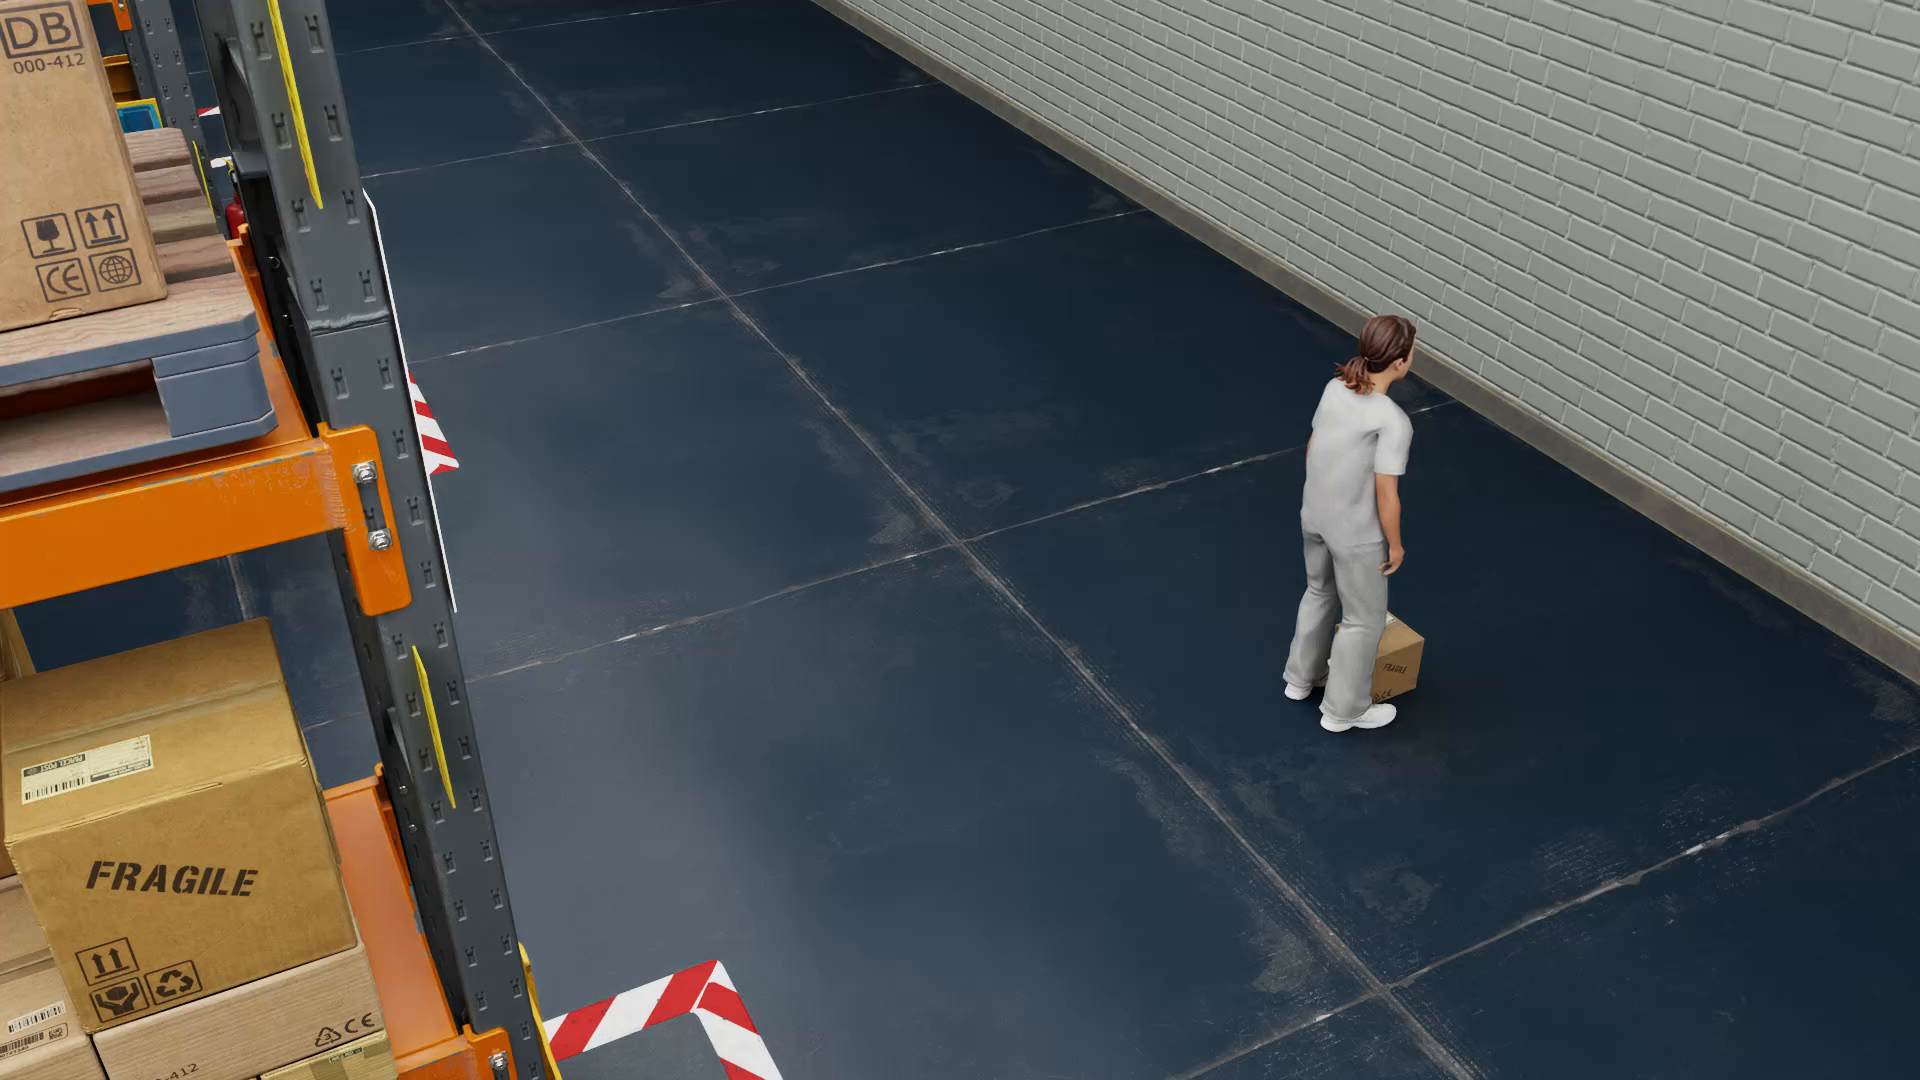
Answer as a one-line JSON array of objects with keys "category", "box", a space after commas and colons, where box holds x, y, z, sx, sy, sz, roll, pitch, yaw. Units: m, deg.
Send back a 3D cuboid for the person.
[{"category": "person", "box": [1.467, -0.057, 6.227, 0.354, 1.673, 0.490, -16, 36, -23]}]
